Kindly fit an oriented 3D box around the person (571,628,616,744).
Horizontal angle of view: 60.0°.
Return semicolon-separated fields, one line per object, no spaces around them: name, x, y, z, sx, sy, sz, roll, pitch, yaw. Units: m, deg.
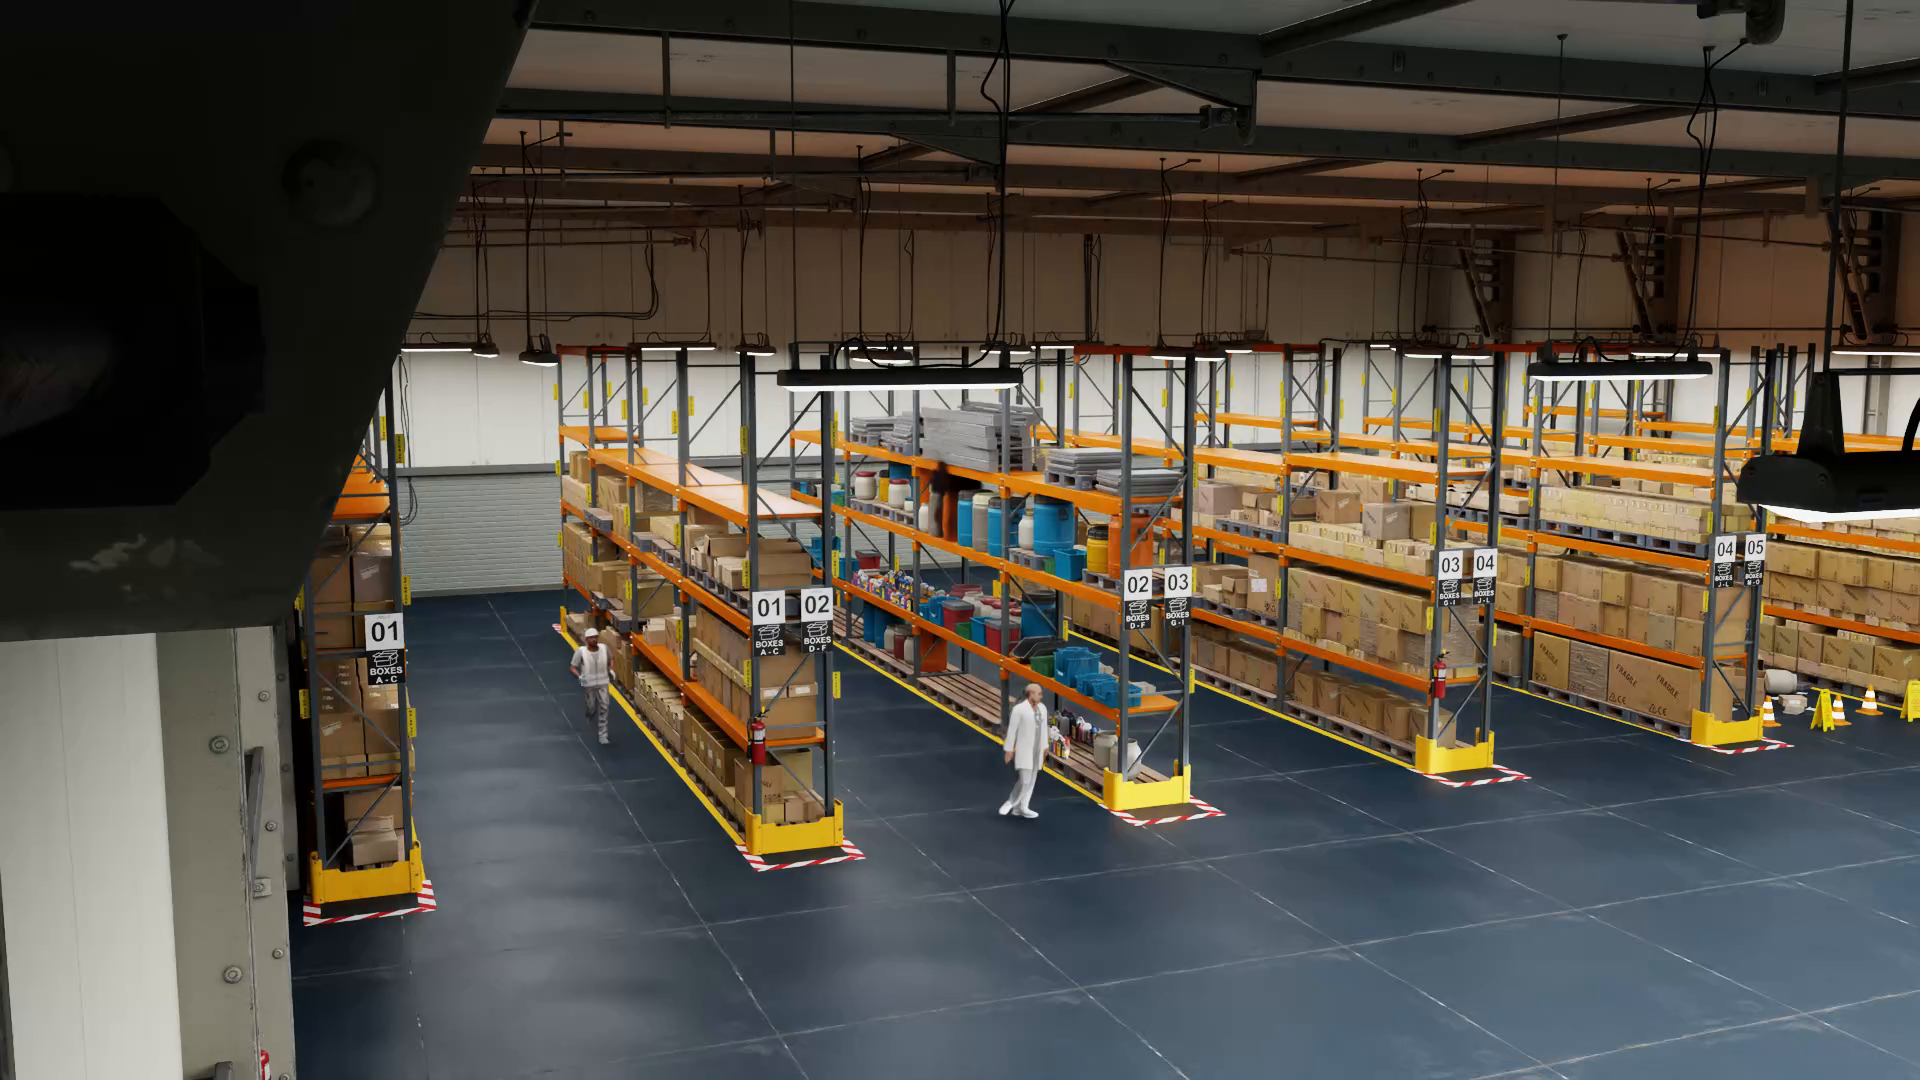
person;-5.636;2.222;25.608;0.692;1.763;0.877;-3;8;-22

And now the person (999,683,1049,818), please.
person;0.865;2.723;21.435;0.673;1.766;0.514;-6;9;-39
